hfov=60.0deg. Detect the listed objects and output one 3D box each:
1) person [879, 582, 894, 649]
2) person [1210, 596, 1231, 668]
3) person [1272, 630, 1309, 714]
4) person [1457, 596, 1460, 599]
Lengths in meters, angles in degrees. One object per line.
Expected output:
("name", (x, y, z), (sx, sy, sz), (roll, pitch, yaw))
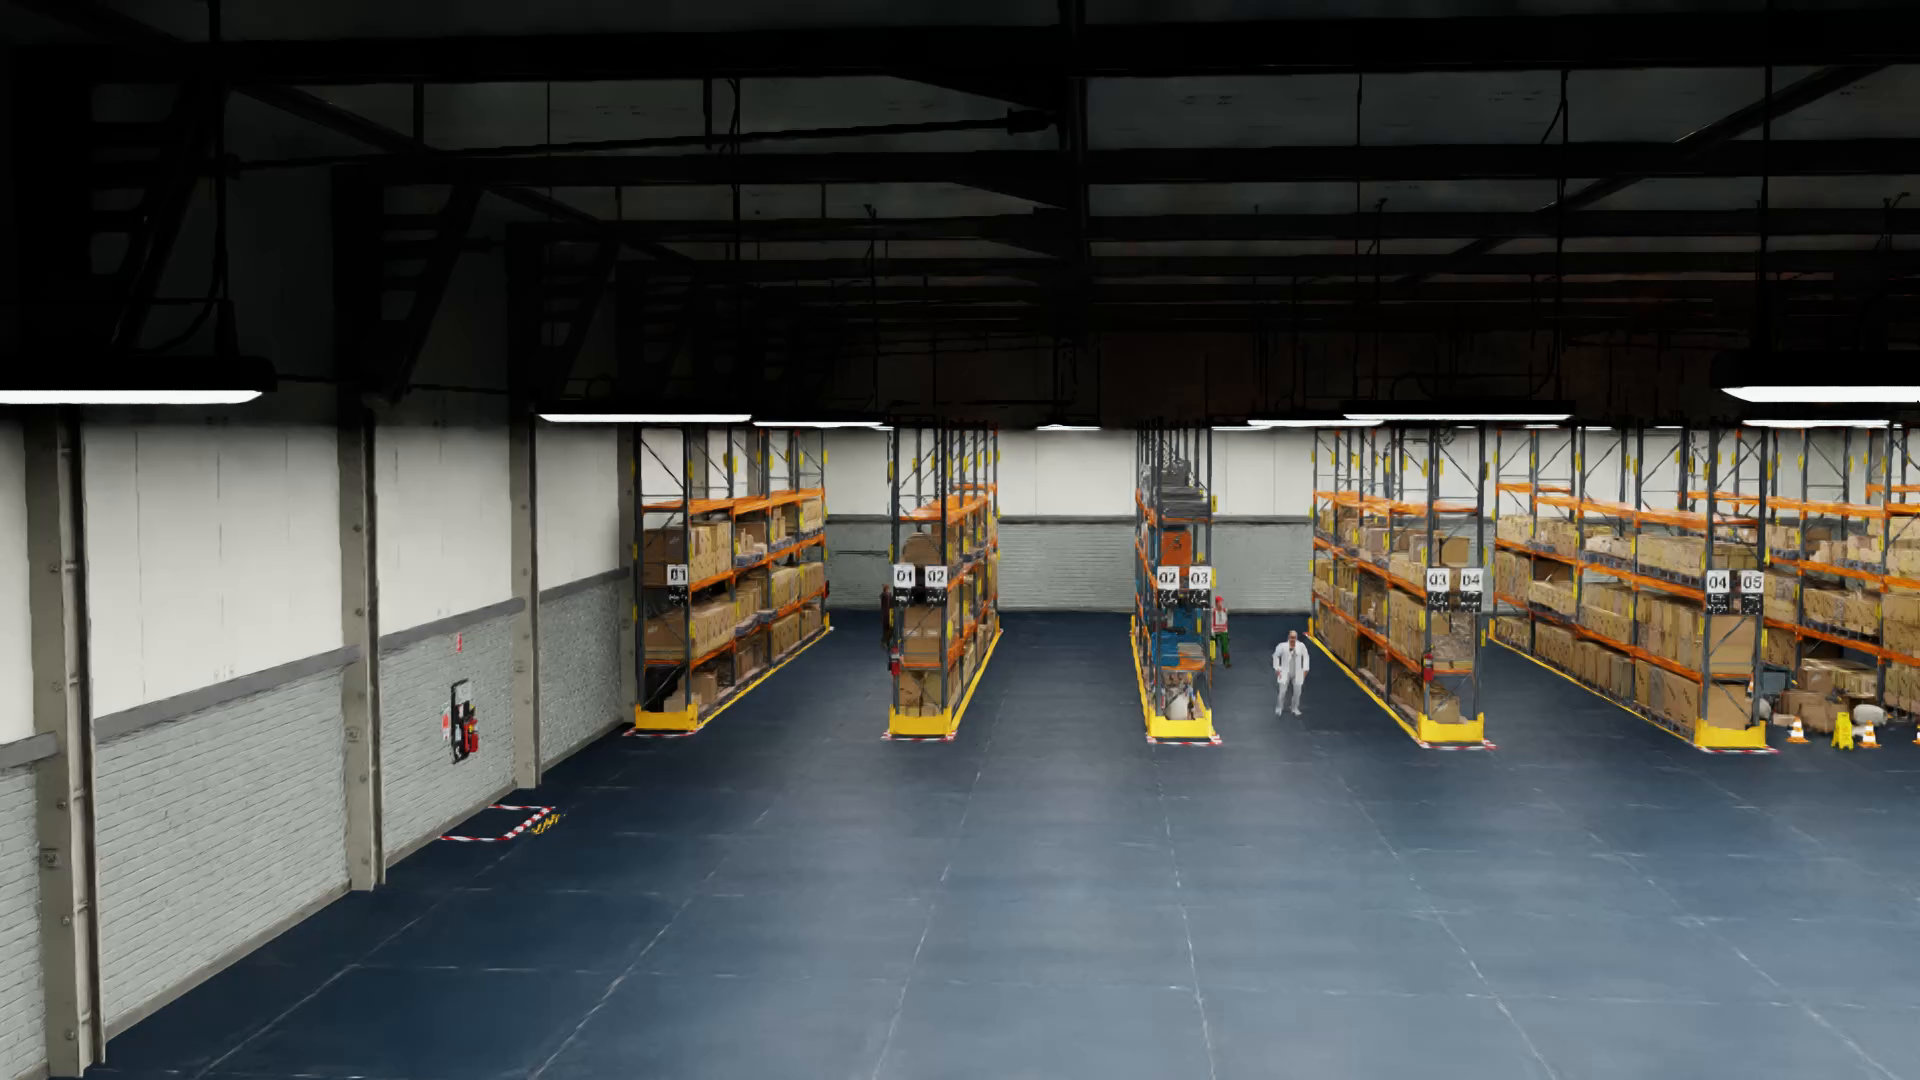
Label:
("person", (-1.907, 1.985, 43.633), (0.517, 1.779, 0.634), (-2, 4, -22))
("person", (6.280, 2.210, 40.396), (0.528, 1.728, 1.031), (0, 4, -4))
("person", (6.678, 2.668, 33.600), (0.729, 1.733, 0.546), (0, 4, 3))
("person", (13.667, 1.944, 44.796), (0.575, 1.689, 1.119), (0, 4, 3))
